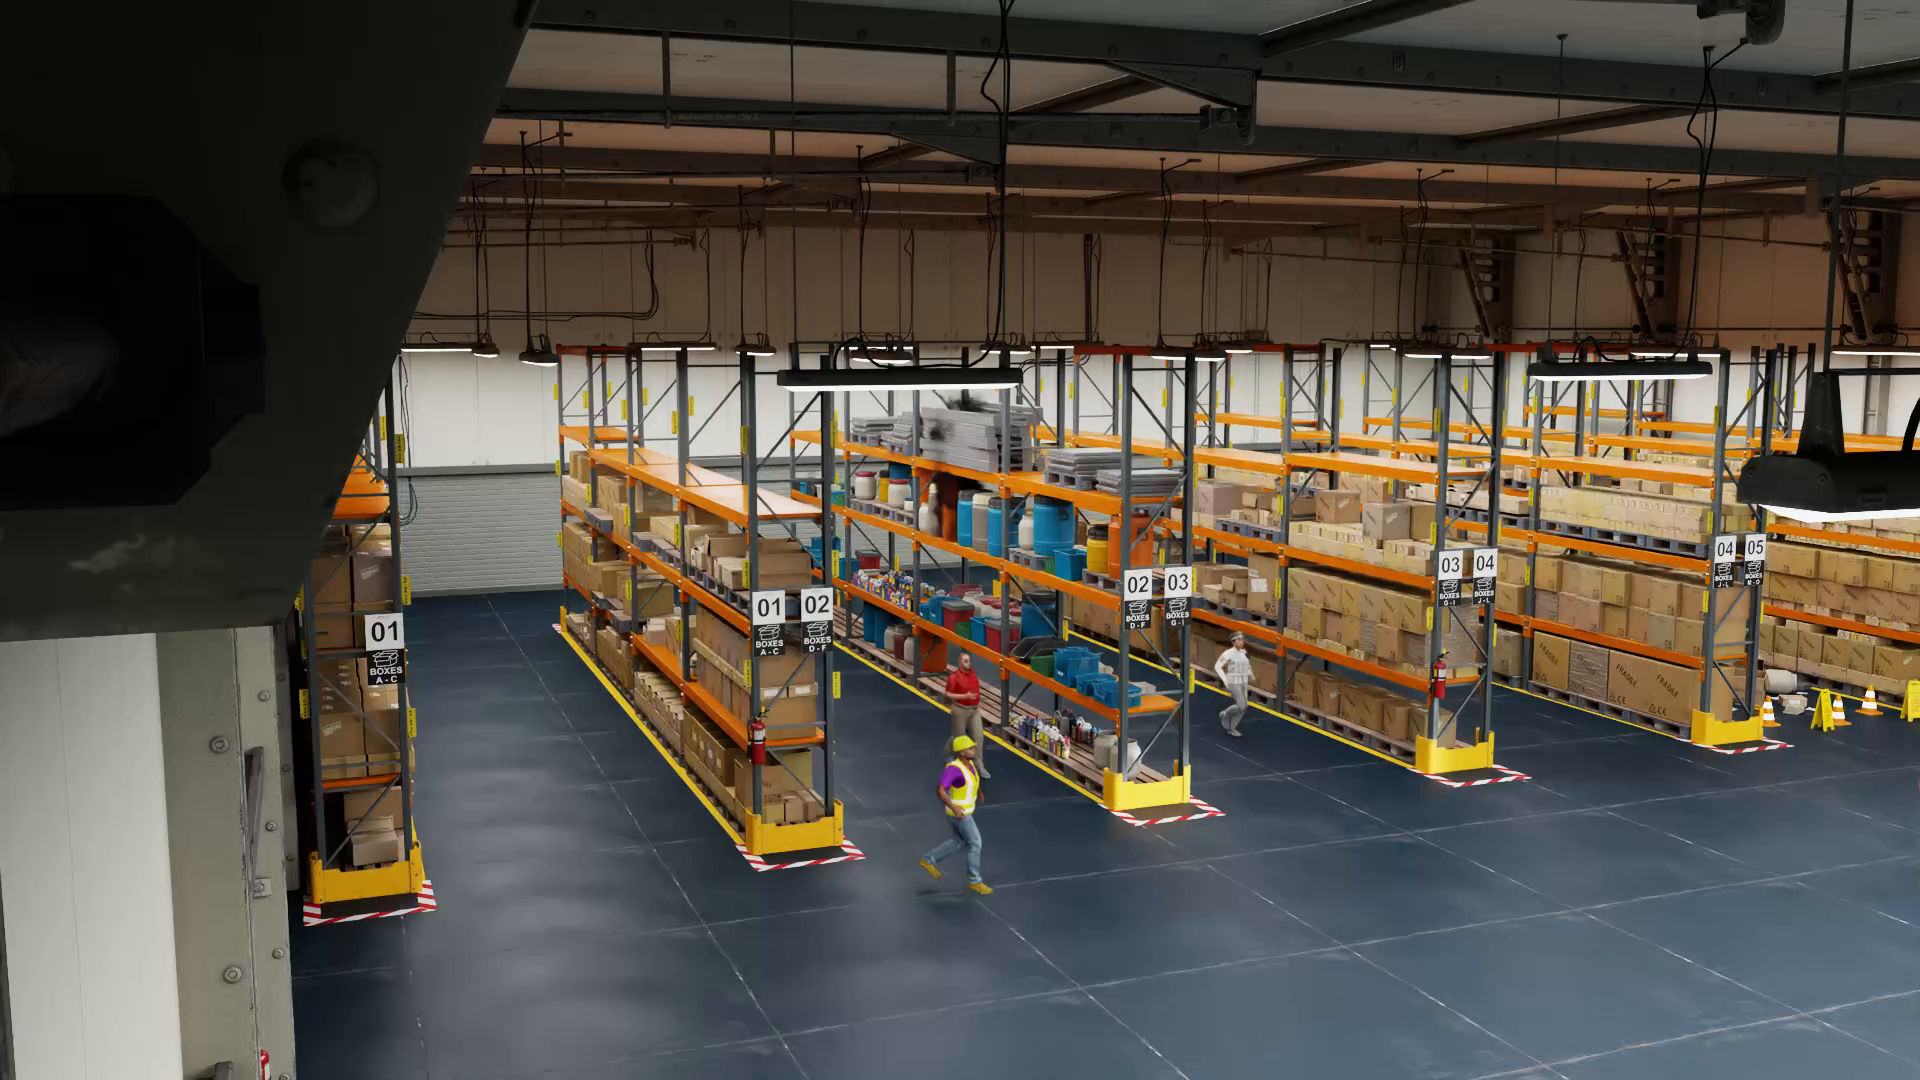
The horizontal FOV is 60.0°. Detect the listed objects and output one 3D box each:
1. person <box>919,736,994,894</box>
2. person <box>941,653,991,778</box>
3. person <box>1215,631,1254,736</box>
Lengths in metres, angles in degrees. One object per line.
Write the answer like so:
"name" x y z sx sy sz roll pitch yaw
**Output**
"person" -0.030 3.075 18.797 0.877 1.780 0.715 1 7 10
"person" 0.081 2.457 23.573 0.664 1.726 0.924 -5 9 -37
"person" 4.316 2.229 25.752 0.608 1.655 0.541 -5 9 -33
